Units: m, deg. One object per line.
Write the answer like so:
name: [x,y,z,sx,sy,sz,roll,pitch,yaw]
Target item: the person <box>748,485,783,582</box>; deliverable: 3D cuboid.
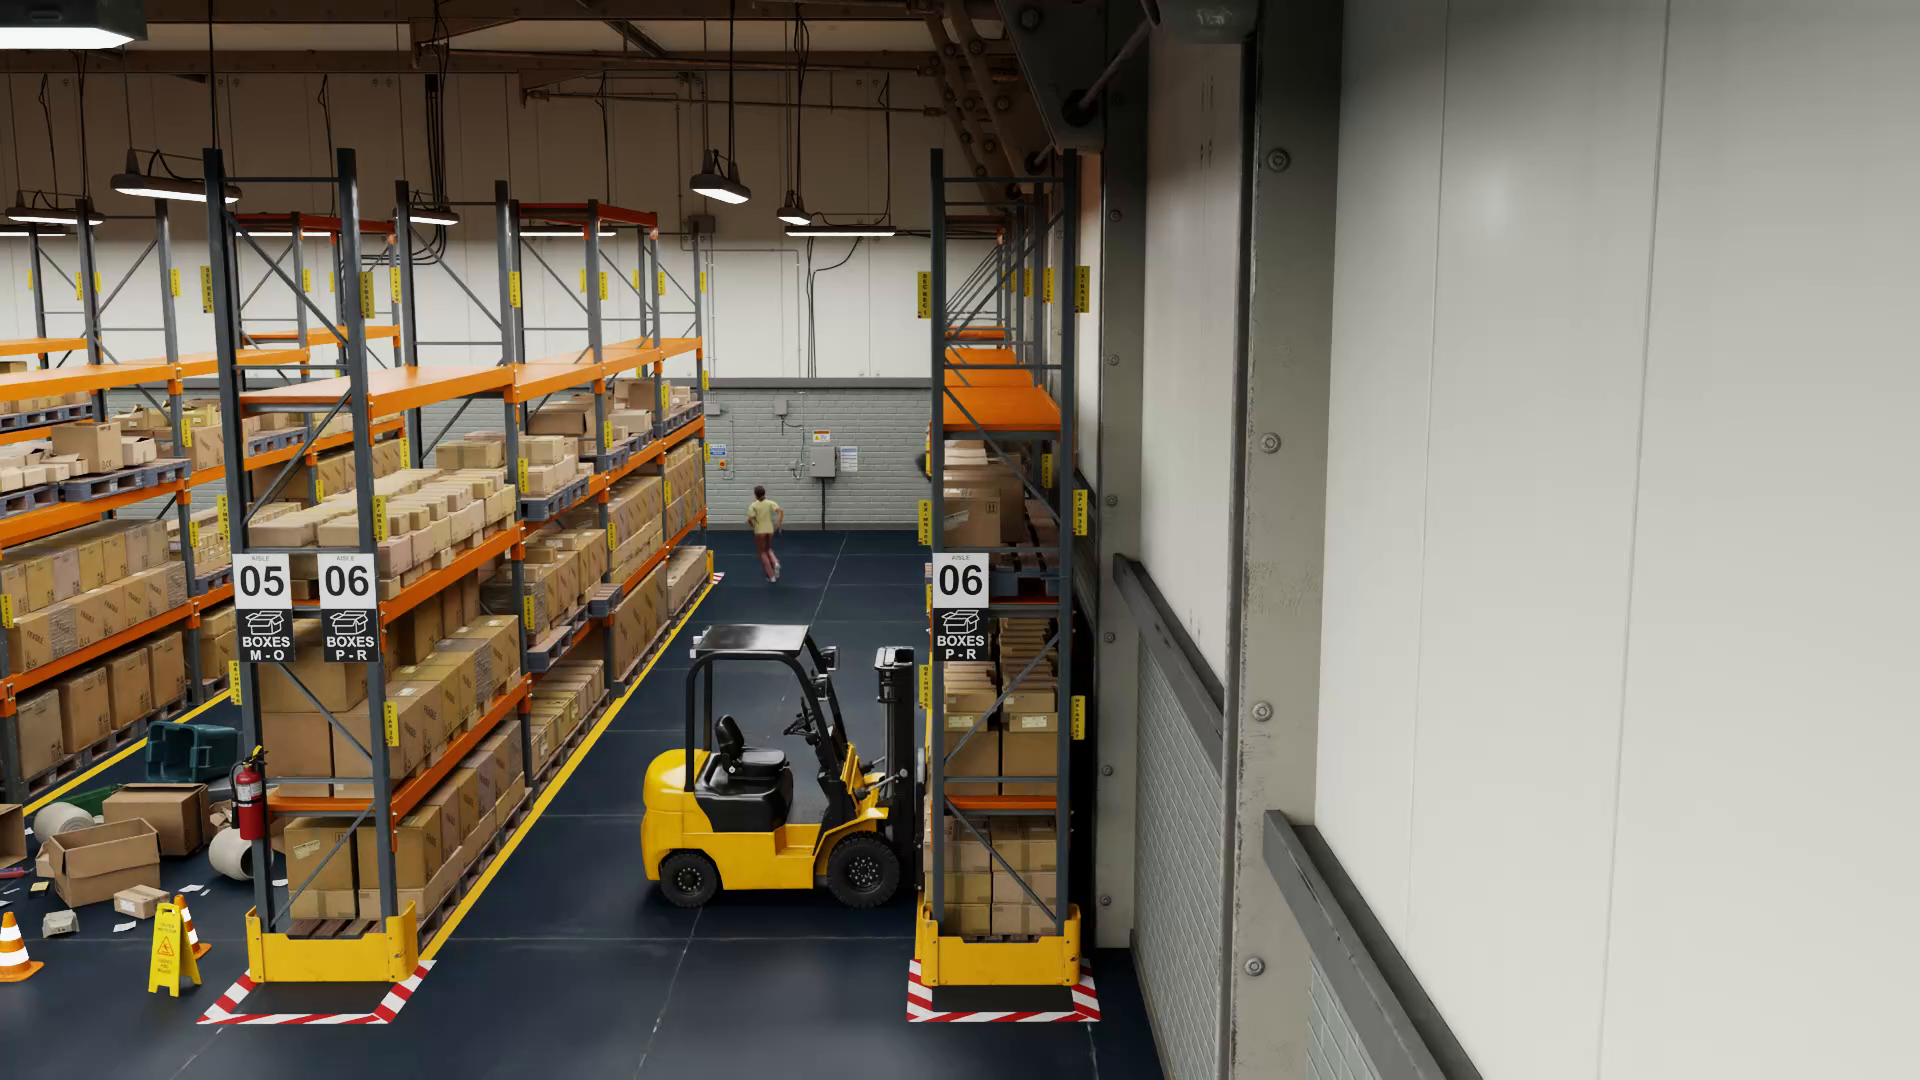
person: [-3.327,-0.113,28.108,0.568,1.626,0.576,-6,11,-32]
